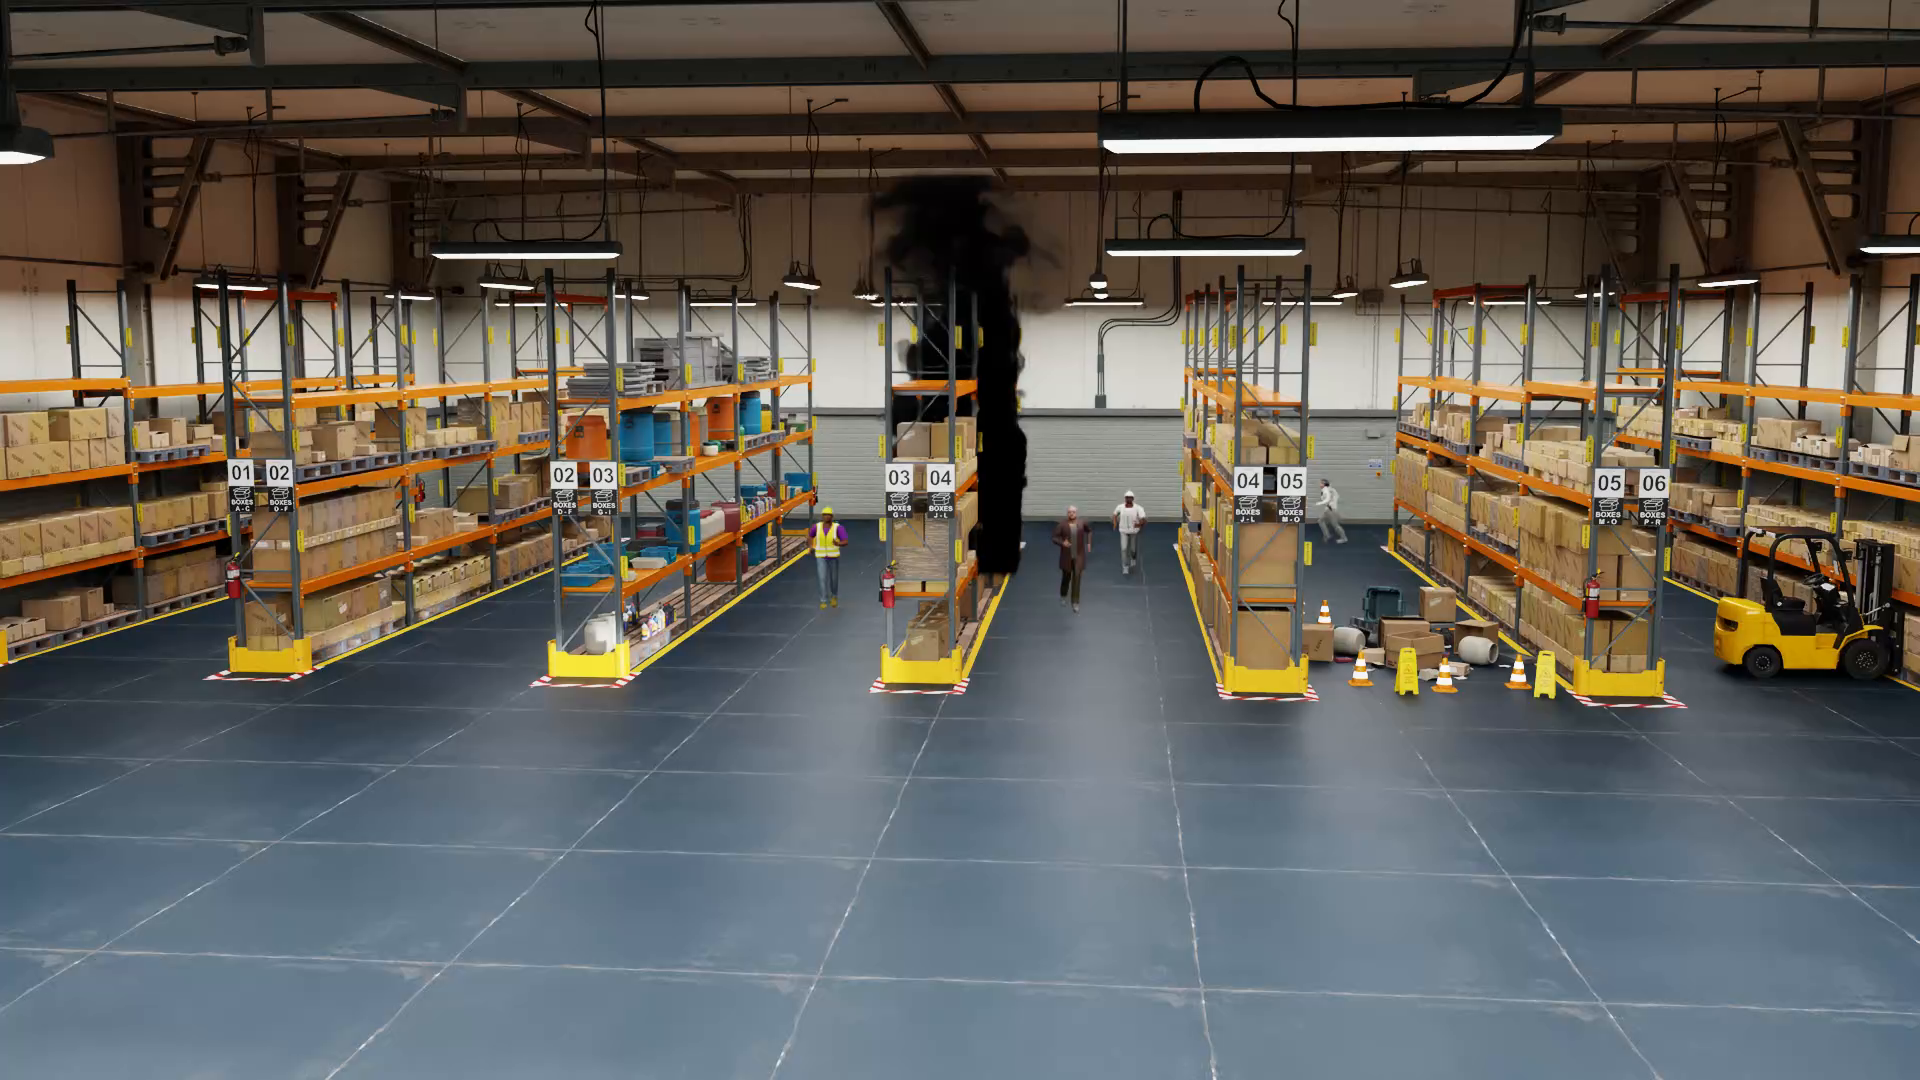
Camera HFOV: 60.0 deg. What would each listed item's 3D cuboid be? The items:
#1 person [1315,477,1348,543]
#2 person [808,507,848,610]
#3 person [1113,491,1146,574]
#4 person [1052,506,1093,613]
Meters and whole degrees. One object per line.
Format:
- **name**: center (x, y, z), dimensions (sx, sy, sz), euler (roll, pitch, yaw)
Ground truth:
- **person**: center (9.070, -0.704, 40.599), dimensions (0.825, 1.641, 0.632), euler (2, 7, 13)
- **person**: center (-2.309, 0.323, 28.985), dimensions (0.710, 1.794, 0.902), euler (0, 7, 0)
- **person**: center (3.593, -0.173, 35.399), dimensions (0.731, 1.746, 0.906), euler (1, 7, 11)
- **person**: center (1.958, 0.306, 29.031), dimensions (0.713, 1.808, 0.965), euler (0, 7, 0)
